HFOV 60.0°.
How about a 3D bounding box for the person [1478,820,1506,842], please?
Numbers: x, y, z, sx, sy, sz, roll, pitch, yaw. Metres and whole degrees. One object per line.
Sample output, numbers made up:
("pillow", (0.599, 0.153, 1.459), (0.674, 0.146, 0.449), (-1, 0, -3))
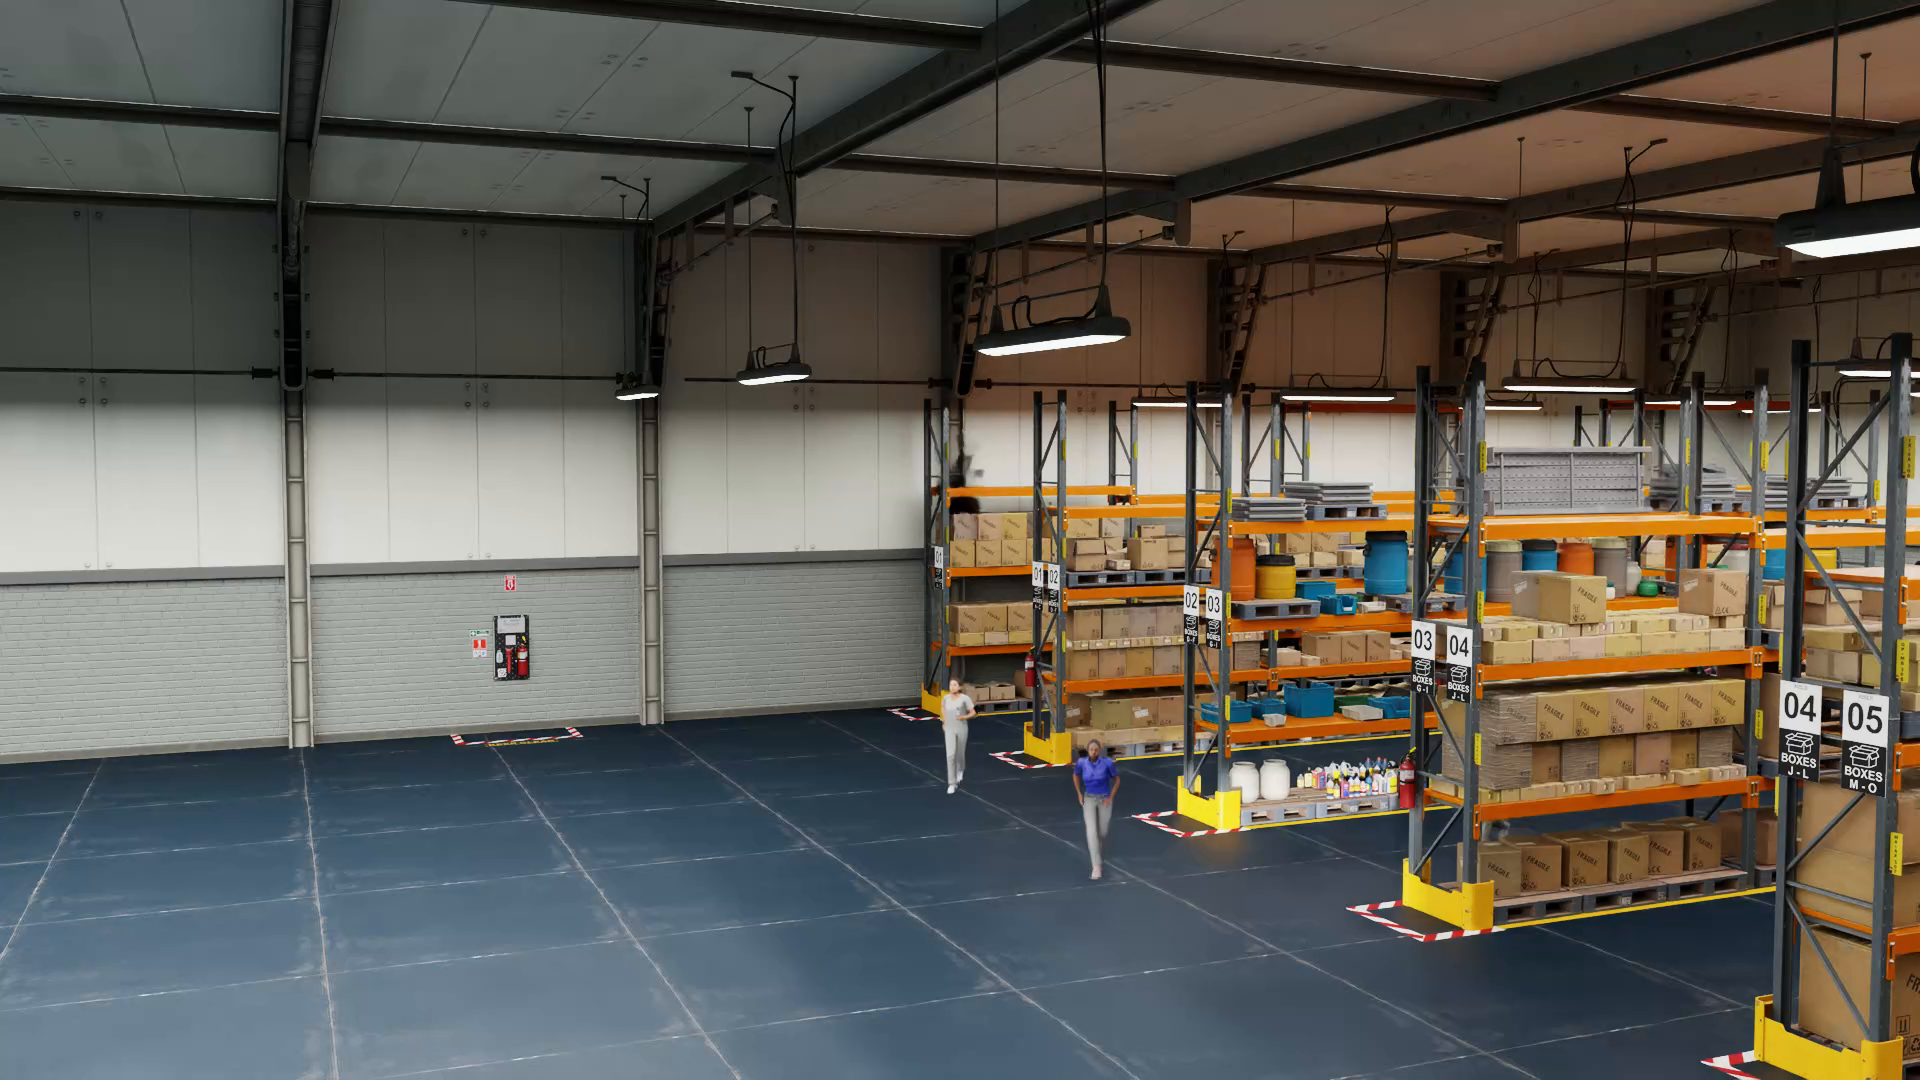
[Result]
("person", (6.586, 3.111, 20.633), (0.822, 1.667, 0.618), (-3, 4, -38))

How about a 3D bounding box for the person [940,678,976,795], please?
("person", (-0.041, 2.883, 24.708), (0.561, 1.674, 0.857), (1, 3, 11))

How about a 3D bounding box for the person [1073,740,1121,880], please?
("person", (1.640, 3.251, 20.006), (0.578, 1.531, 0.847), (0, 3, 5))
